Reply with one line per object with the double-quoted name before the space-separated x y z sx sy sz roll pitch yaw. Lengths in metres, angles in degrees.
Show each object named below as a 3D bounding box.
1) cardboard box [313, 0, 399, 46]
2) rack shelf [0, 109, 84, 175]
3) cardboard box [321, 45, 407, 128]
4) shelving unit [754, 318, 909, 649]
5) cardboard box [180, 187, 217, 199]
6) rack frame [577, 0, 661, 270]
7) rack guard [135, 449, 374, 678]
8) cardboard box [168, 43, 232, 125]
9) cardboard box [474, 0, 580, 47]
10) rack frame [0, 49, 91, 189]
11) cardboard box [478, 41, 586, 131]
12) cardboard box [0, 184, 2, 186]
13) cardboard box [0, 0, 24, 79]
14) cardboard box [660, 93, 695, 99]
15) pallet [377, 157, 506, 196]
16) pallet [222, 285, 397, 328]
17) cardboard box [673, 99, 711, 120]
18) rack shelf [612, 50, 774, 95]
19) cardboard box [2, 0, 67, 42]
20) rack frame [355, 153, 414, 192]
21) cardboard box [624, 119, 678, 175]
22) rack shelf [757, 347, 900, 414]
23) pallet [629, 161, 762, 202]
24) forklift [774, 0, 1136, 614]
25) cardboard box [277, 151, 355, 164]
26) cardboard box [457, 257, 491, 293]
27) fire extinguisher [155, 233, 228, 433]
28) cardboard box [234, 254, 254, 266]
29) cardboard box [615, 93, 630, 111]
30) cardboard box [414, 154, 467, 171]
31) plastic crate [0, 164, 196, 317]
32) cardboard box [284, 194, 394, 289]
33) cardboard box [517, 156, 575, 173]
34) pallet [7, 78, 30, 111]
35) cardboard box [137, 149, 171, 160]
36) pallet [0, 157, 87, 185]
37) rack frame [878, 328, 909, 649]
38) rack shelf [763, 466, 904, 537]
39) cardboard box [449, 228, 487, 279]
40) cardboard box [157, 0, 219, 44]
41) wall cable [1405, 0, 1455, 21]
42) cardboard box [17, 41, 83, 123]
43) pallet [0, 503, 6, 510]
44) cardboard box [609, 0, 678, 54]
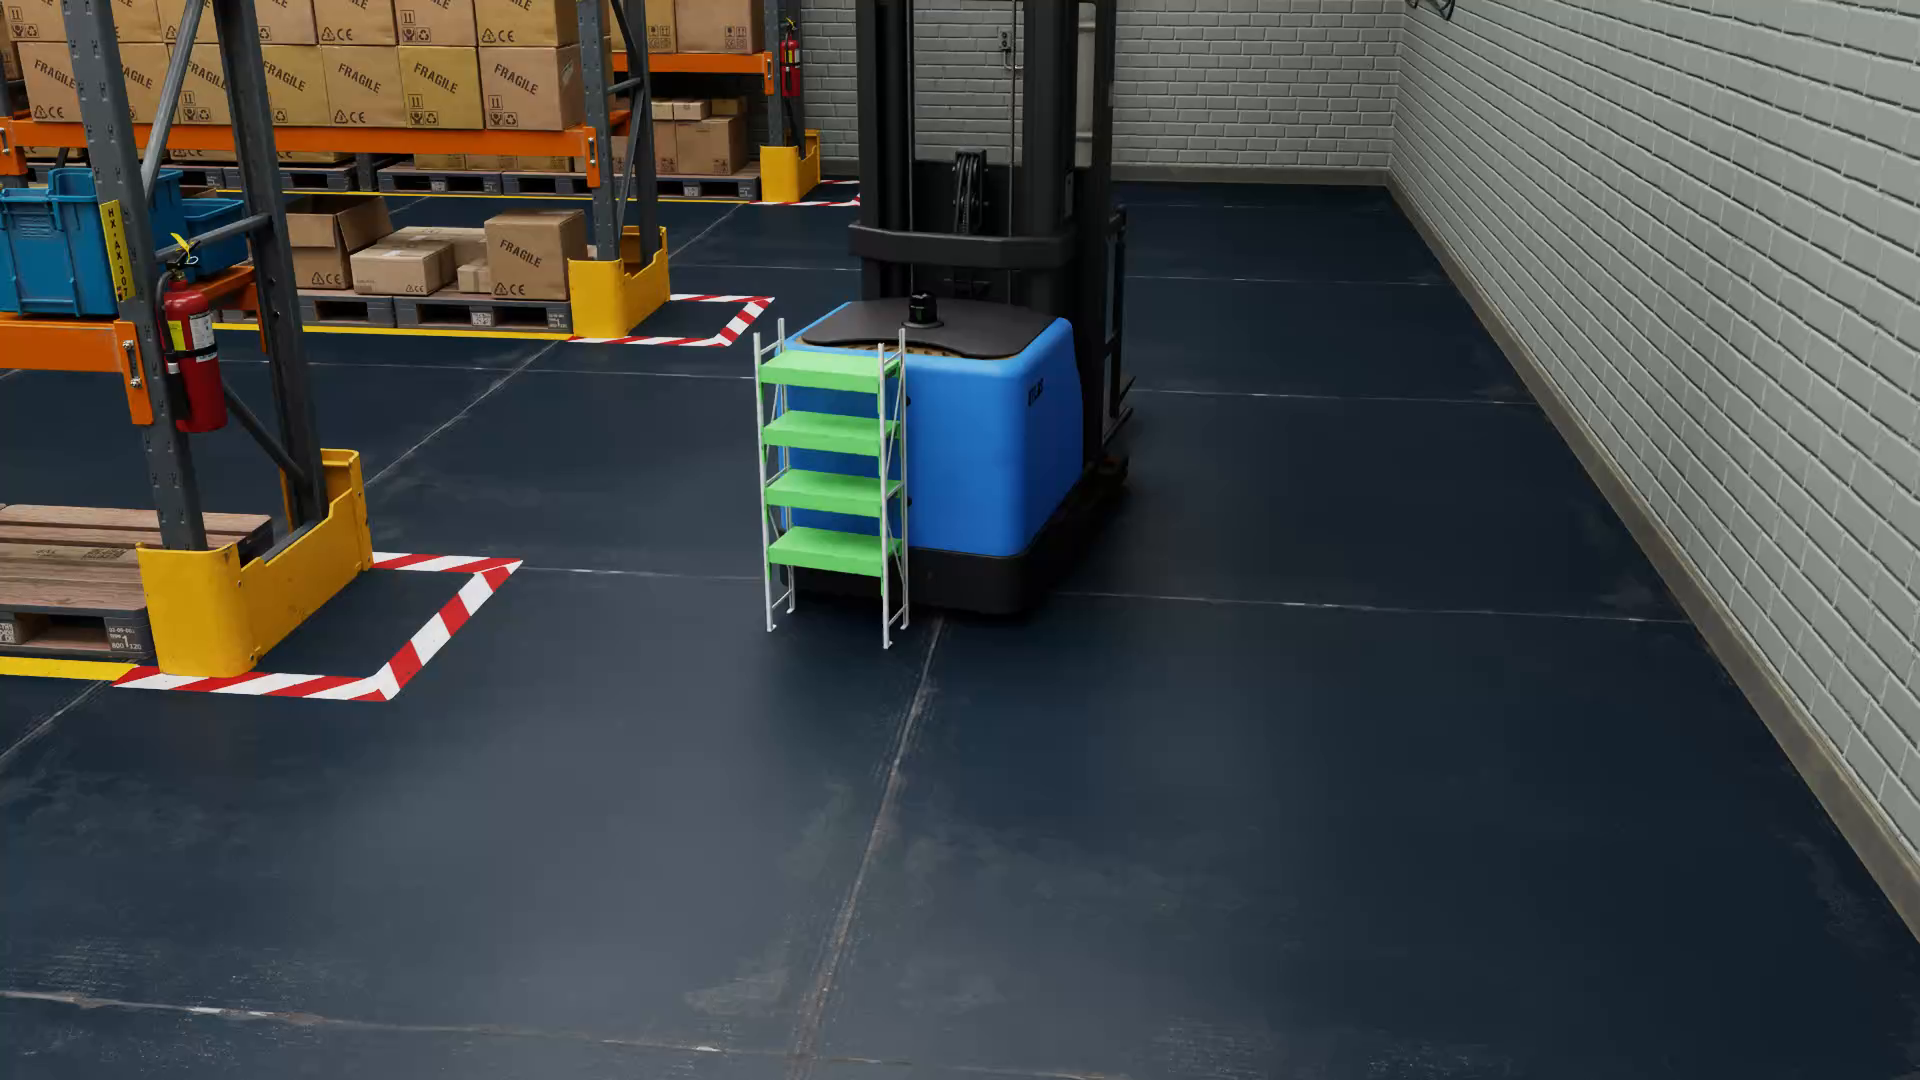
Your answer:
"cardboard box" -3.692 -3.379 10.412 0.500 0.500 0.500 3 22 8
"rack shelf" -8.158 -2.832 11.501 4.000 0.370 1.077 2 22 6
"cardboard box" -3.687 -2.918 10.605 0.500 0.500 0.500 3 22 7
"shelving unit" -0.479 -0.211 6.341 0.503 1.200 0.258 7 23 17
"cardboard box" -5.573 -2.201 11.729 0.500 0.500 0.500 2 22 6
"rack frame" -2.200 -2.907 10.713 0.127 3.000 1.000 2 22 6
"rack guard" -2.761 0.060 6.607 0.348 0.500 1.175 2 22 6
"cardboard box" -4.693 -2.961 10.715 0.500 0.500 0.500 2 22 6
"cardboard box" -2.674 -3.337 10.305 0.500 0.500 0.500 2 22 6
"rack frame" -6.172 -3.080 11.150 0.127 3.000 1.000 2 22 6
"cardboard box" -2.677 -2.873 10.492 0.500 0.500 0.500 3 22 8
"cardboard box" -7.155 -2.251 11.855 0.500 0.500 0.500 3 22 7
"cardboard box" -6.616 -3.424 11.313 0.500 0.500 0.700 -5 22 -12
"cardboard box" -2.683 -4.133 15.761 0.250 0.149 0.380 3 22 6
"pallet" -4.847 -3.530 16.083 1.213 0.211 1.003 2 22 6
"pallet" -4.275 -1.701 11.456 1.213 0.211 1.003 2 22 6
"cardboard box" -2.477 -3.983 15.381 0.250 0.149 0.380 2 22 6
"rack shelf" -3.607 -4.468 15.639 4.000 0.370 1.077 2 22 6
"cardboard box" -5.737 -3.468 10.637 0.500 0.500 0.500 3 22 8
"rack frame" -5.593 -4.889 15.725 0.127 3.000 1.000 2 22 6
"cardboard box" -2.825 -3.764 15.709 0.500 0.500 0.700 2 22 6
"rack shelf" -0.479 -0.598 6.188 0.480 0.148 0.258 7 23 17
"pallet" -2.424 -3.425 15.816 1.213 0.211 1.003 2 22 6
"forklift" 0.188 -1.583 7.457 1.130 2.935 3.031 7 23 16
"cardboard box" -6.254 -4.065 15.995 0.750 0.750 0.750 3 22 7
"cardboard box" -3.161 -1.778 11.112 0.250 0.166 0.380 2 22 6
"fire extinguisher" -2.690 -0.717 5.785 0.183 0.674 0.296 2 22 6
"cardboard box" -4.921 -1.836 11.259 0.250 0.166 0.380 2 22 6
"cardboard box" -3.184 -4.155 15.816 0.250 0.149 0.380 3 22 7
"cardboard box" -4.862 -3.852 15.931 0.500 0.500 0.700 3 22 7
"plastic crate" -3.141 -1.089 5.985 0.499 0.435 0.616 2 22 6
"cardboard box" -4.306 -2.044 11.328 0.637 0.503 0.797 2 22 6
"cardboard box" -3.854 -3.806 15.815 0.500 0.500 0.700 3 22 8
"pallet" -6.953 -3.065 11.374 1.213 0.211 1.003 2 22 6
"cardboard box" -7.981 -4.137 16.178 0.750 0.750 0.750 2 22 6
"pallet" -8.791 -3.703 16.520 1.213 0.211 1.003 2 22 6
"rack frame" -0.248 -0.183 6.270 0.015 1.200 0.240 7 23 17
"rack shelf" -0.479 -0.151 6.364 0.480 0.148 0.258 7 23 17
"cardboard box" -3.203 -1.981 11.513 0.500 0.250 0.500 2 22 6
"cardboard box" -4.715 -3.424 10.524 0.500 0.500 0.500 2 22 5
"wall cable" 3.954 -5.686 13.807 0.112 2.526 3.097 2 22 6
"cardboard box" -5.698 -3.005 10.825 0.500 0.500 0.500 3 22 8
"pallet" -4.809 0.095 6.913 1.213 0.211 1.003 2 22 6
"cardboard box" -2.852 -4.901 15.348 0.700 0.700 0.980 2 22 6
